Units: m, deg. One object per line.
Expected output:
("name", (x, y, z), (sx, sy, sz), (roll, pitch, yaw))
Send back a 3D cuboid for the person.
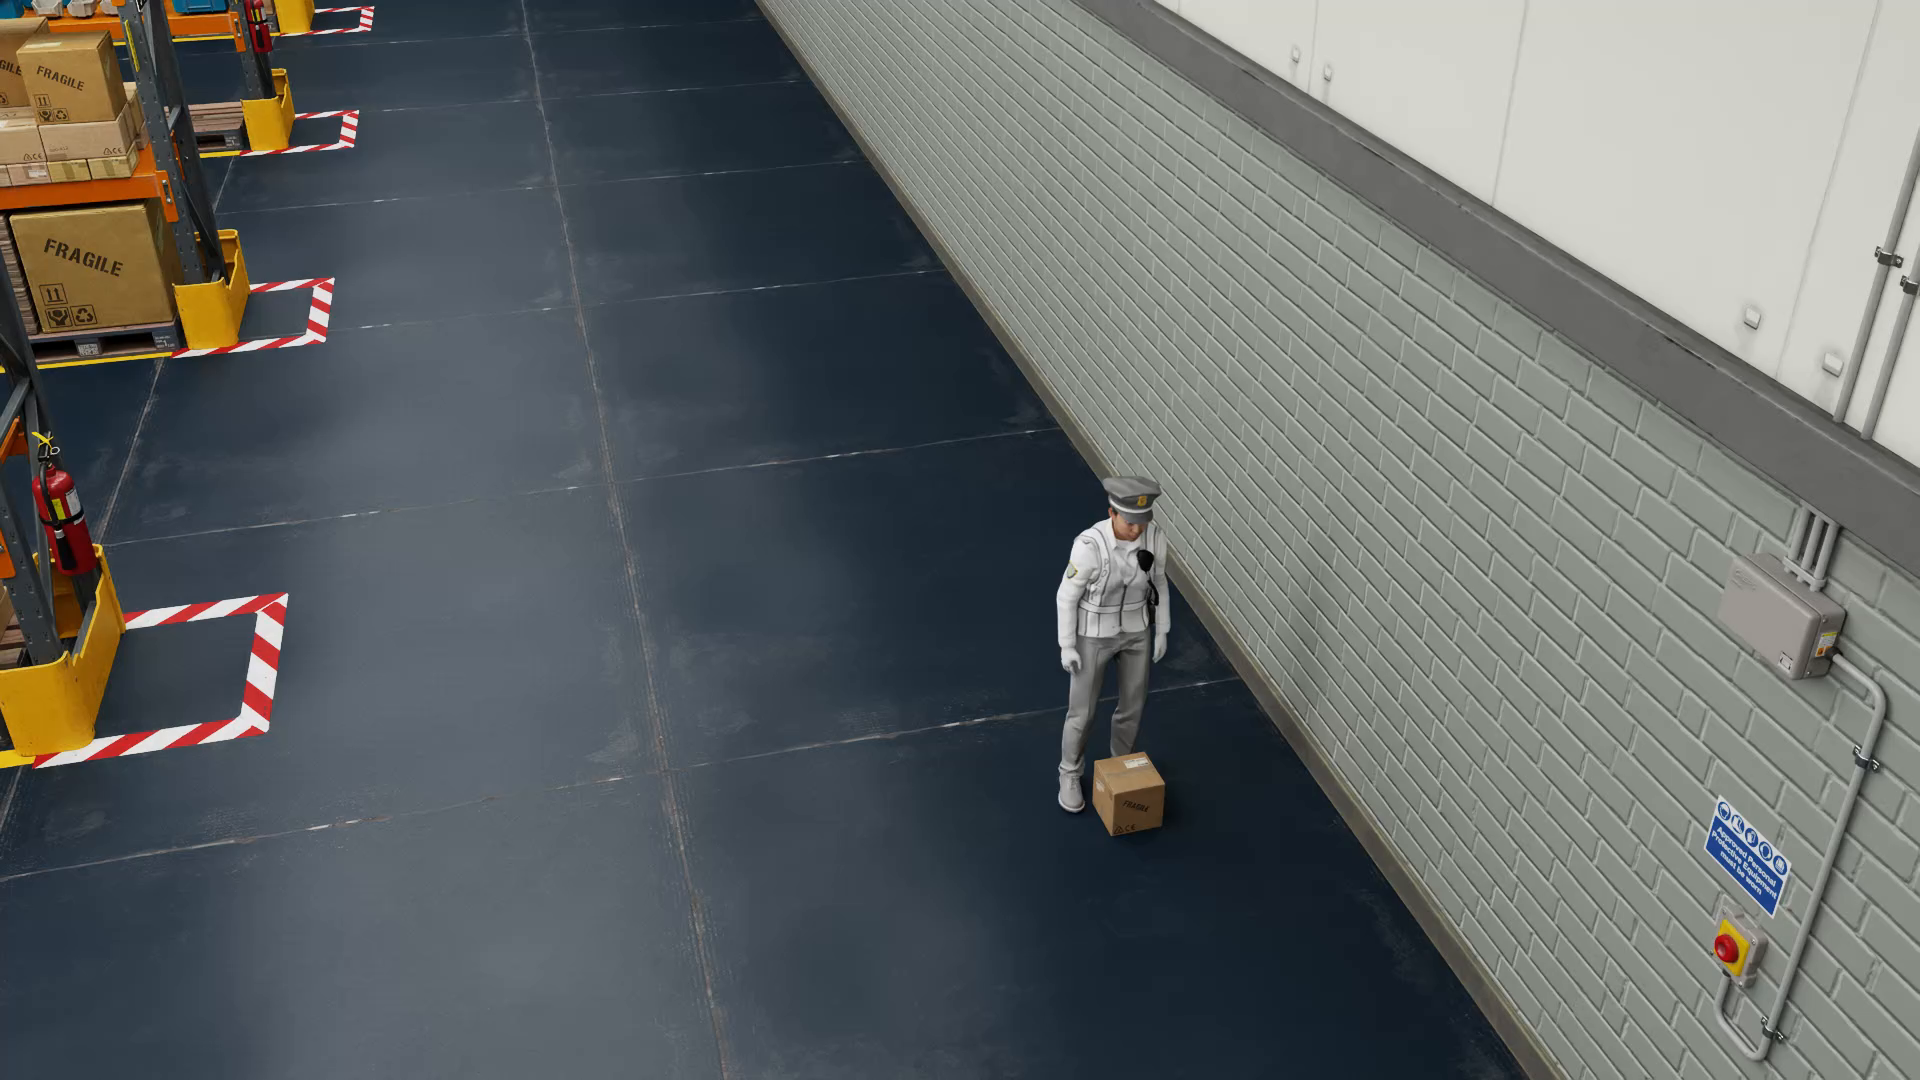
("person", (0.693, 0.444, 7.474), (0.530, 1.663, 0.377), (-8, 31, -14))
